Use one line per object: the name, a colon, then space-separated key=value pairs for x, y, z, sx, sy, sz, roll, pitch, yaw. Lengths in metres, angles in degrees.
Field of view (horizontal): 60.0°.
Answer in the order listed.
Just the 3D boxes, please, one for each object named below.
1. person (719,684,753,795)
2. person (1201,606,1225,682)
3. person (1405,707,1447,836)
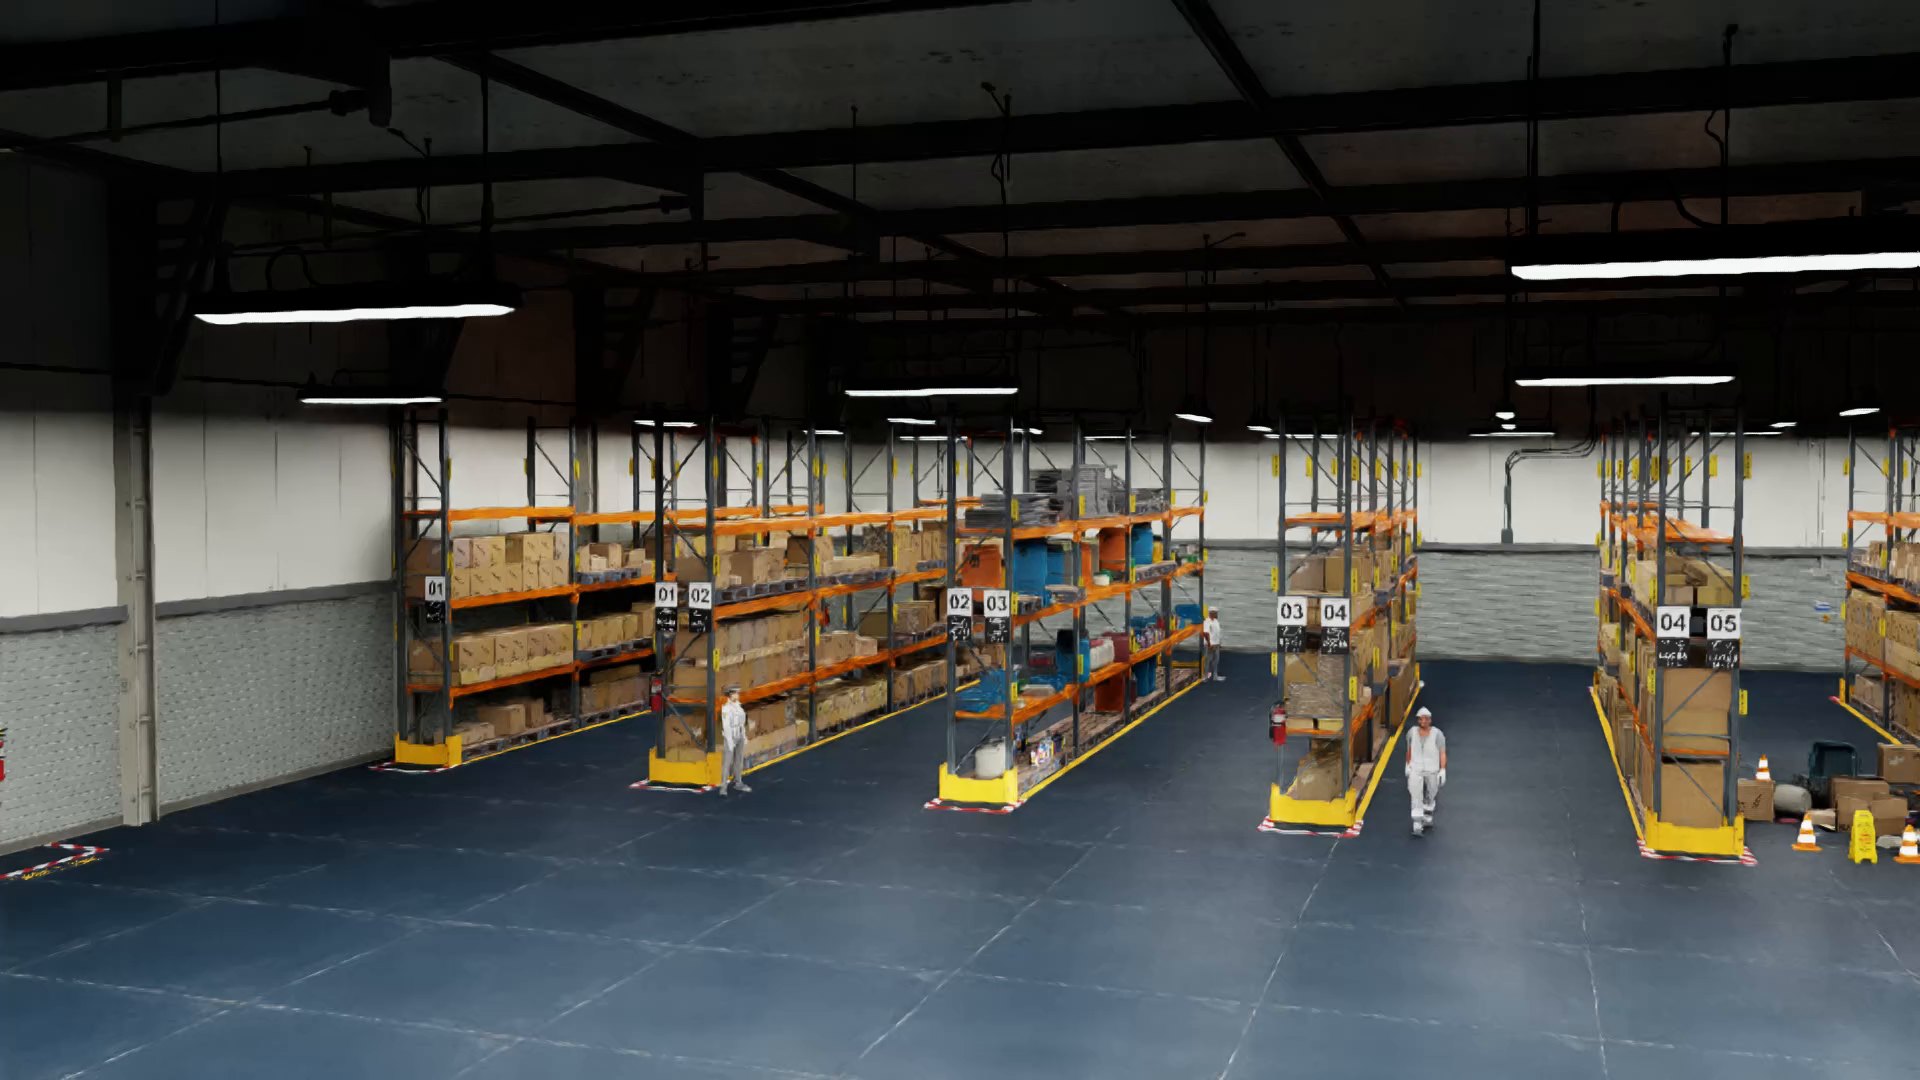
person: x=-3.481 y=3.049 z=25.604 sx=0.363 sy=1.680 sz=0.609 roll=1 pitch=3 yaw=26
person: x=5.932 y=2.426 z=39.090 sx=0.383 sy=1.765 sz=0.720 roll=2 pitch=3 yaw=38
person: x=6.381 y=3.153 z=22.803 sx=0.564 sy=1.736 sz=1.044 roll=1 pitch=3 yaw=17
